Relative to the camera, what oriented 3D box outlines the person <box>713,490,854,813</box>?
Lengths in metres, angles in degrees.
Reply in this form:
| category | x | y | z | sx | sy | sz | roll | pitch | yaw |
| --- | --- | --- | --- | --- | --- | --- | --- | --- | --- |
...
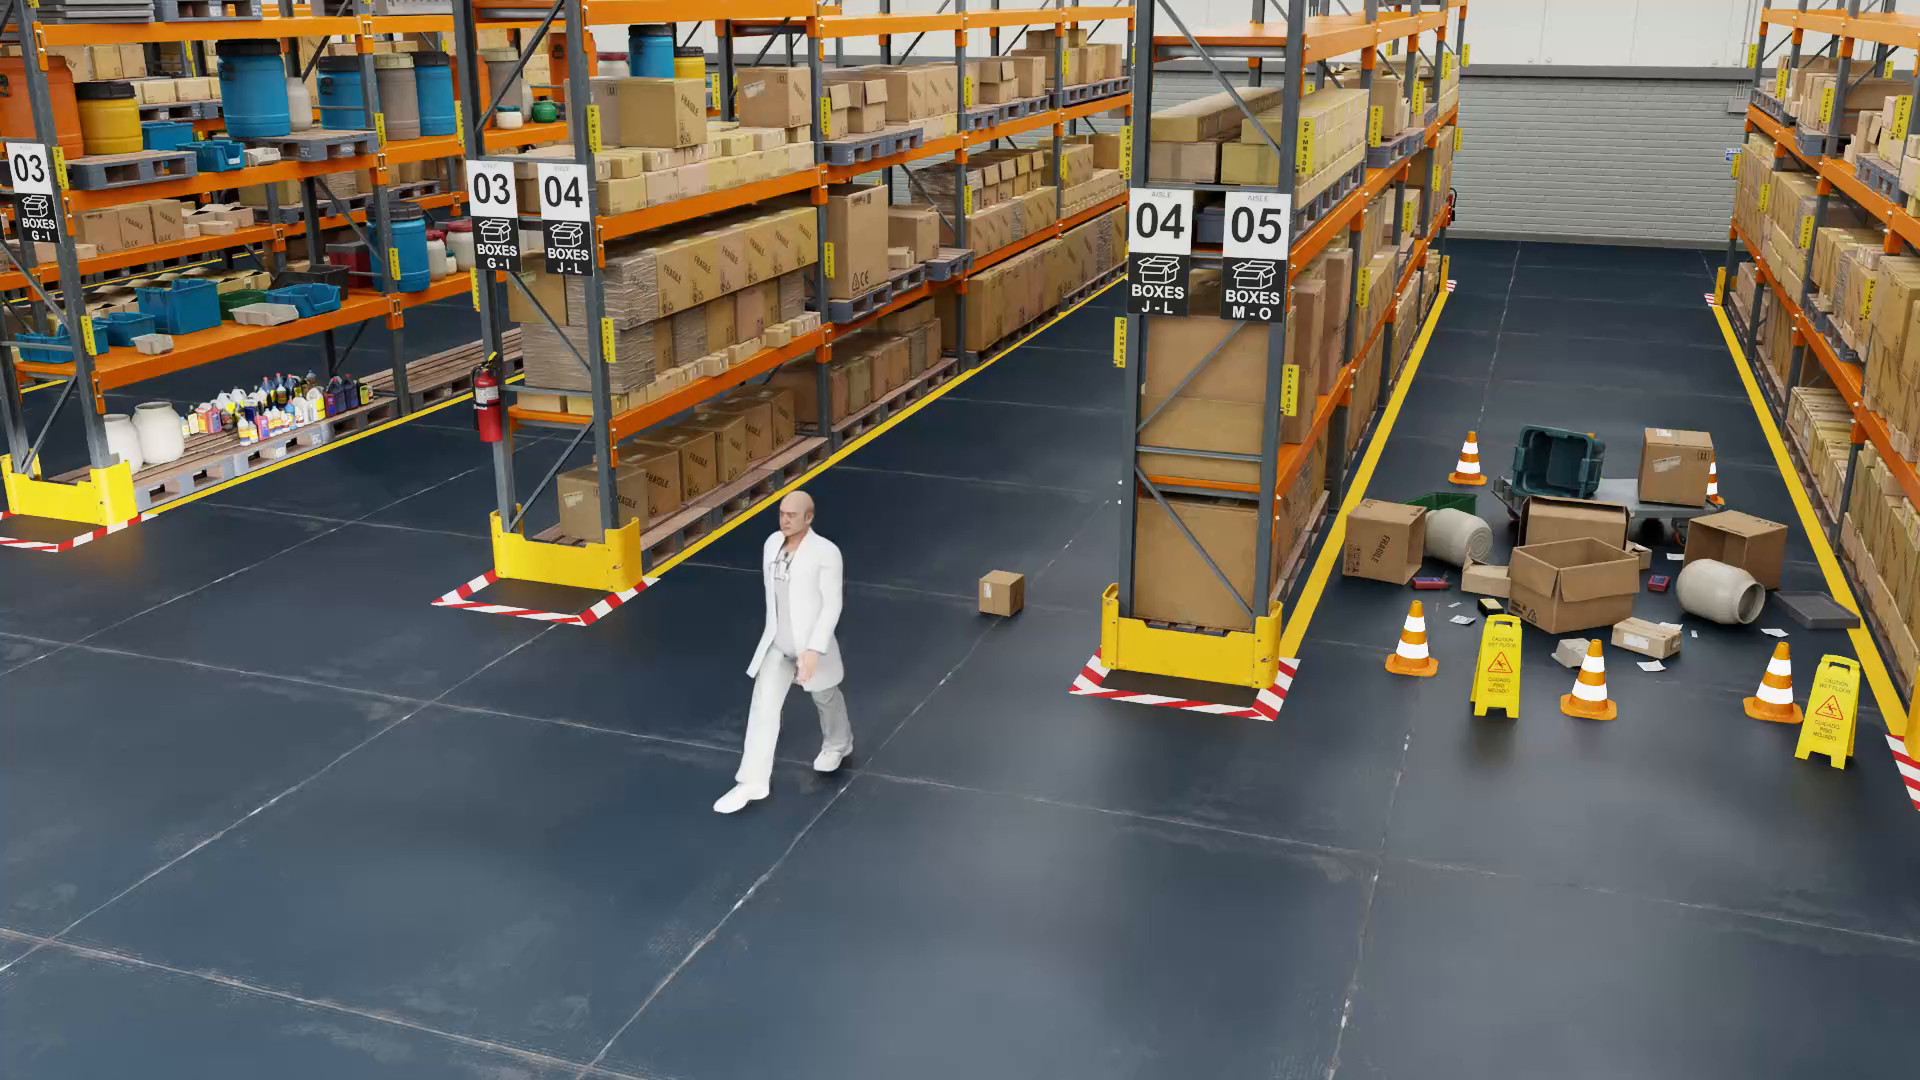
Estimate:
| category | x | y | z | sx | sy | sz | roll | pitch | yaw |
| --- | --- | --- | --- | --- | --- | --- | --- | --- | --- |
| person | -0.948 | 0.589 | 9.255 | 0.607 | 1.727 | 1.096 | 10 | 21 | 27 |
